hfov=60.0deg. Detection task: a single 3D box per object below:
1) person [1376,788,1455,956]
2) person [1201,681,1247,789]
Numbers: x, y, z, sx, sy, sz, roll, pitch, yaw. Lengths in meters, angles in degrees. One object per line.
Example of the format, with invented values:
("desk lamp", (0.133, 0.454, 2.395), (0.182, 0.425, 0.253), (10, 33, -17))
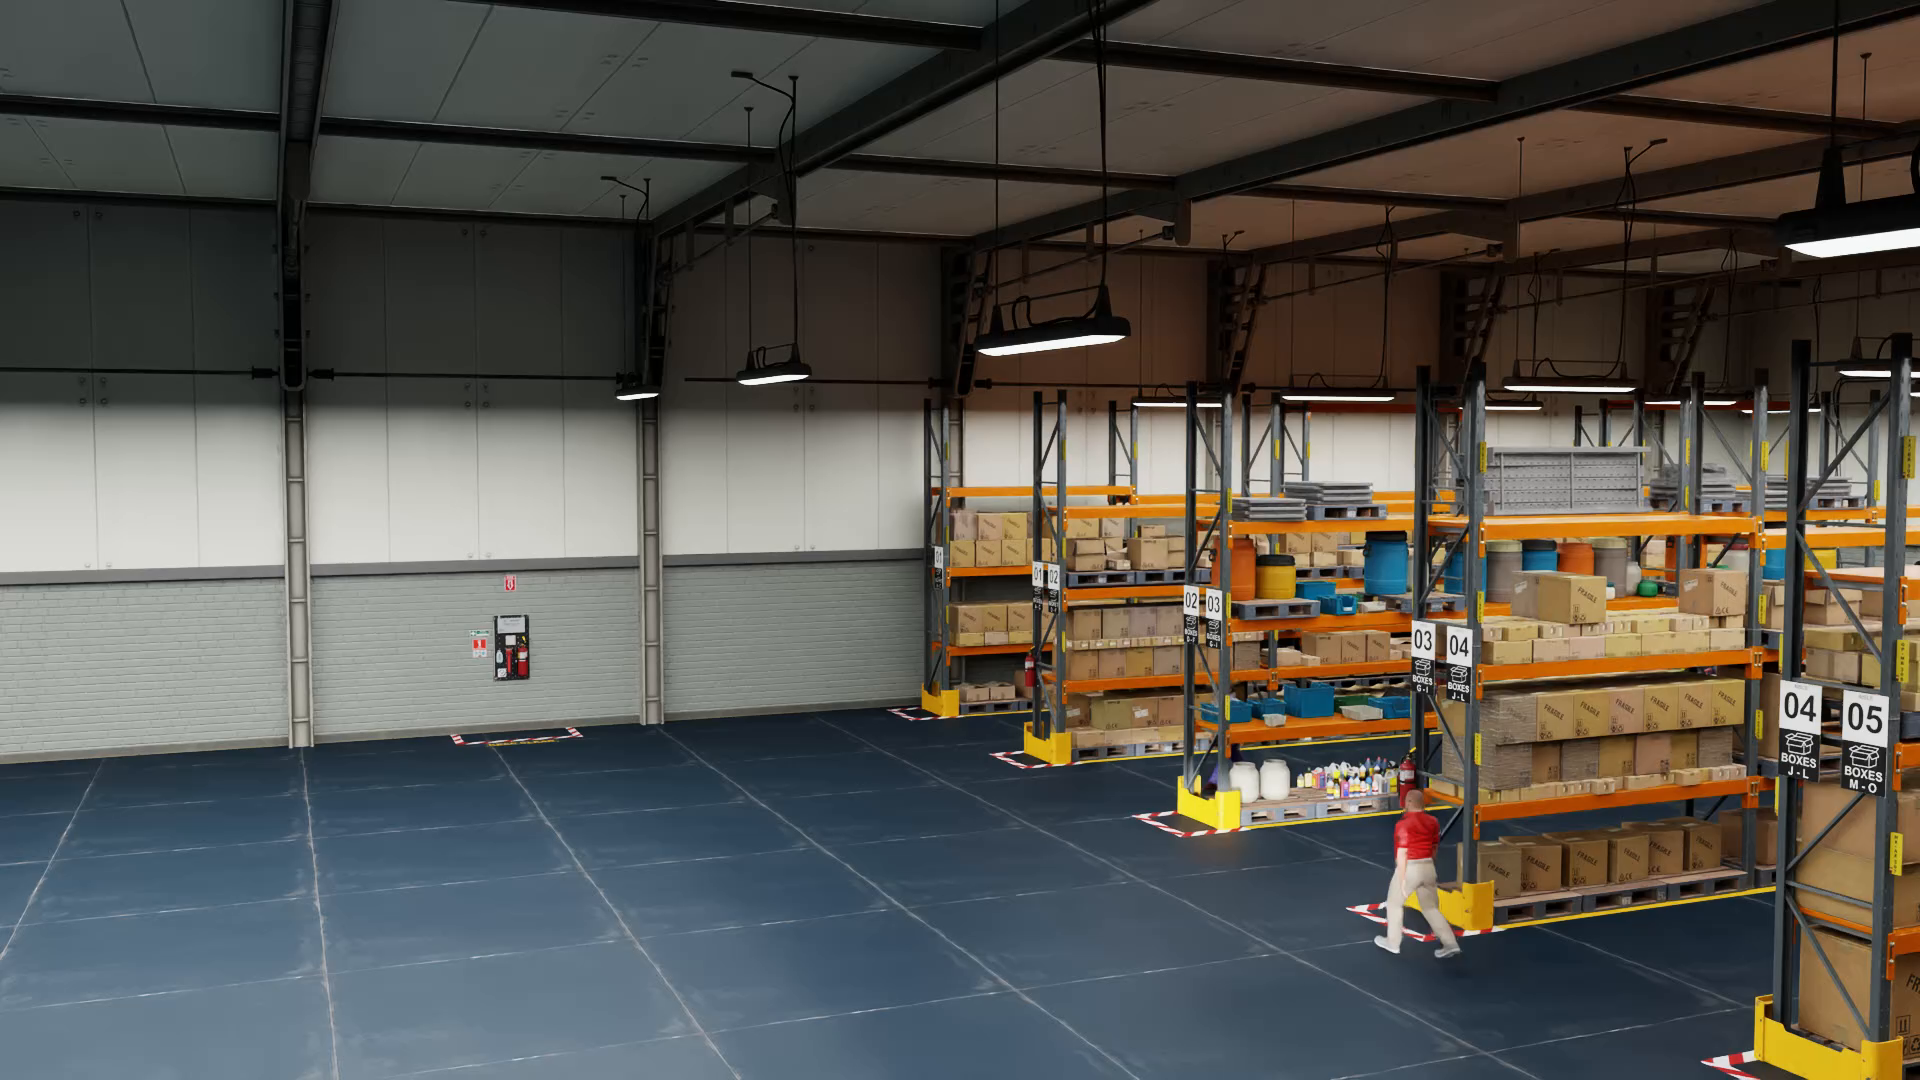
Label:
("person", (4.534, 3.324, 16.631), (0.533, 1.689, 0.925), (-1, 4, -23))
("person", (3.925, 2.888, 24.695), (0.968, 1.596, 0.527), (-1, 3, -9))
